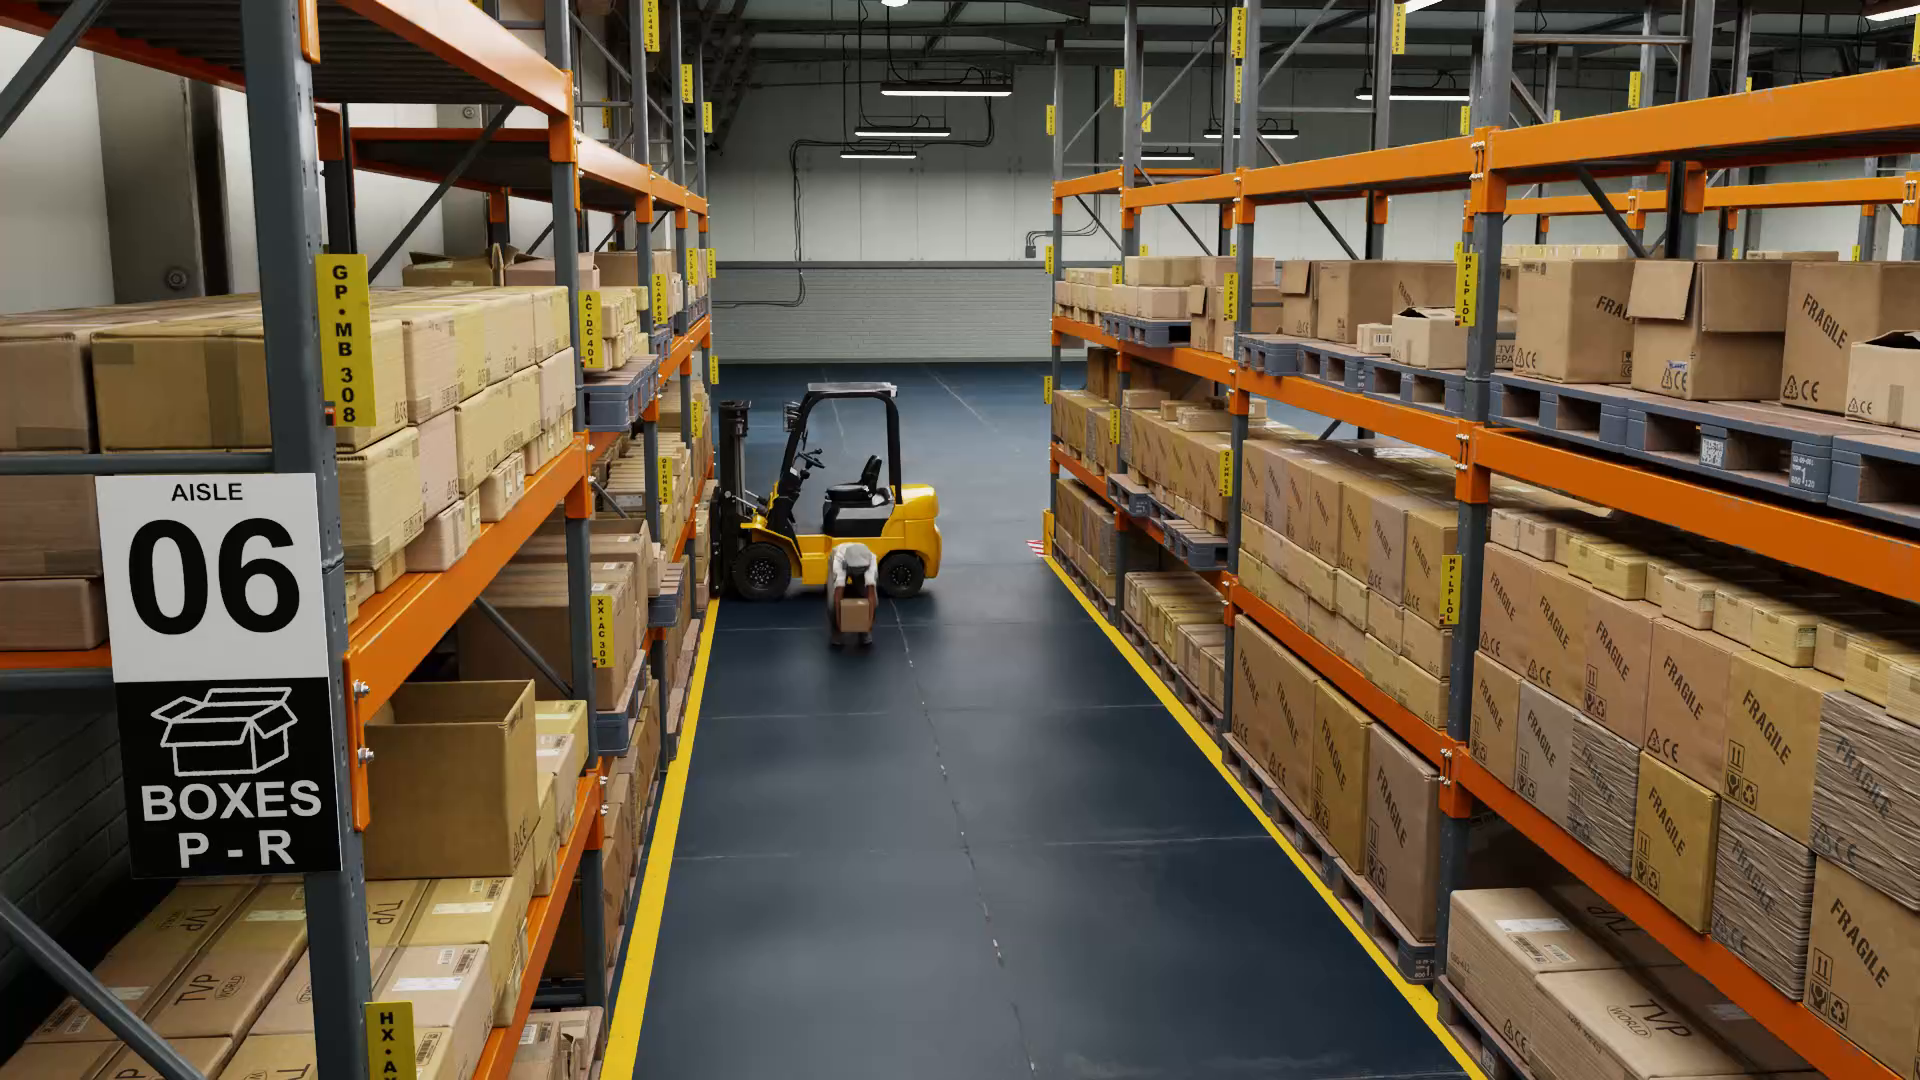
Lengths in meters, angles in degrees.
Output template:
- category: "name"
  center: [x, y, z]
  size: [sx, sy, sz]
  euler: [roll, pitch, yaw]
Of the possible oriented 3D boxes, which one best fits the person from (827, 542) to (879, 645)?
- category: "person"
  center: [-0.974, 0.479, 15.111]
  size: [0.469, 1.003, 0.932]
  euler: [-2, 10, -9]
